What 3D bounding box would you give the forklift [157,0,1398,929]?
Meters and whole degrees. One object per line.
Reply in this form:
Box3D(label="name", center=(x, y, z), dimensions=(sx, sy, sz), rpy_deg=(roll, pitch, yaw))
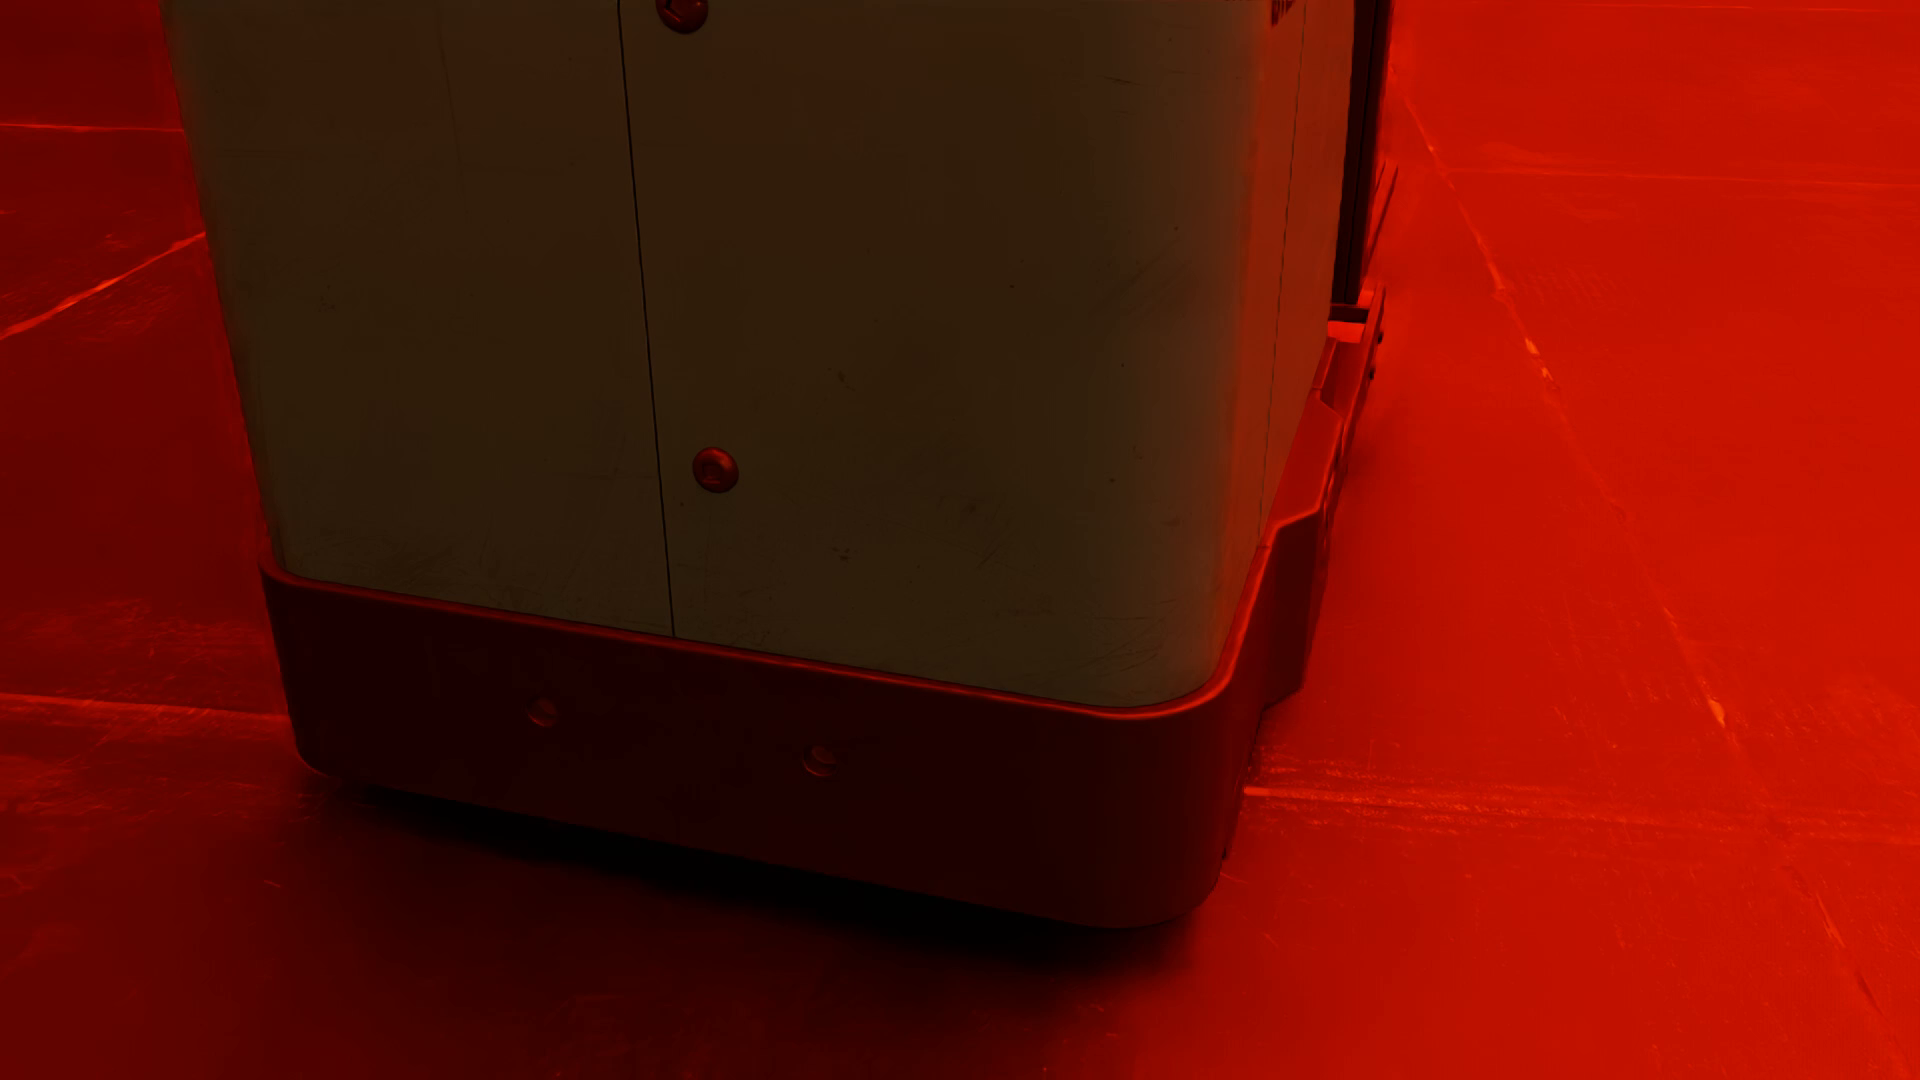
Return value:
Box3D(label="forklift", center=(0.168, -1.577, 2.379), dimensions=(1.130, 2.935, 3.031), rpy_deg=(8, 28, 15))
